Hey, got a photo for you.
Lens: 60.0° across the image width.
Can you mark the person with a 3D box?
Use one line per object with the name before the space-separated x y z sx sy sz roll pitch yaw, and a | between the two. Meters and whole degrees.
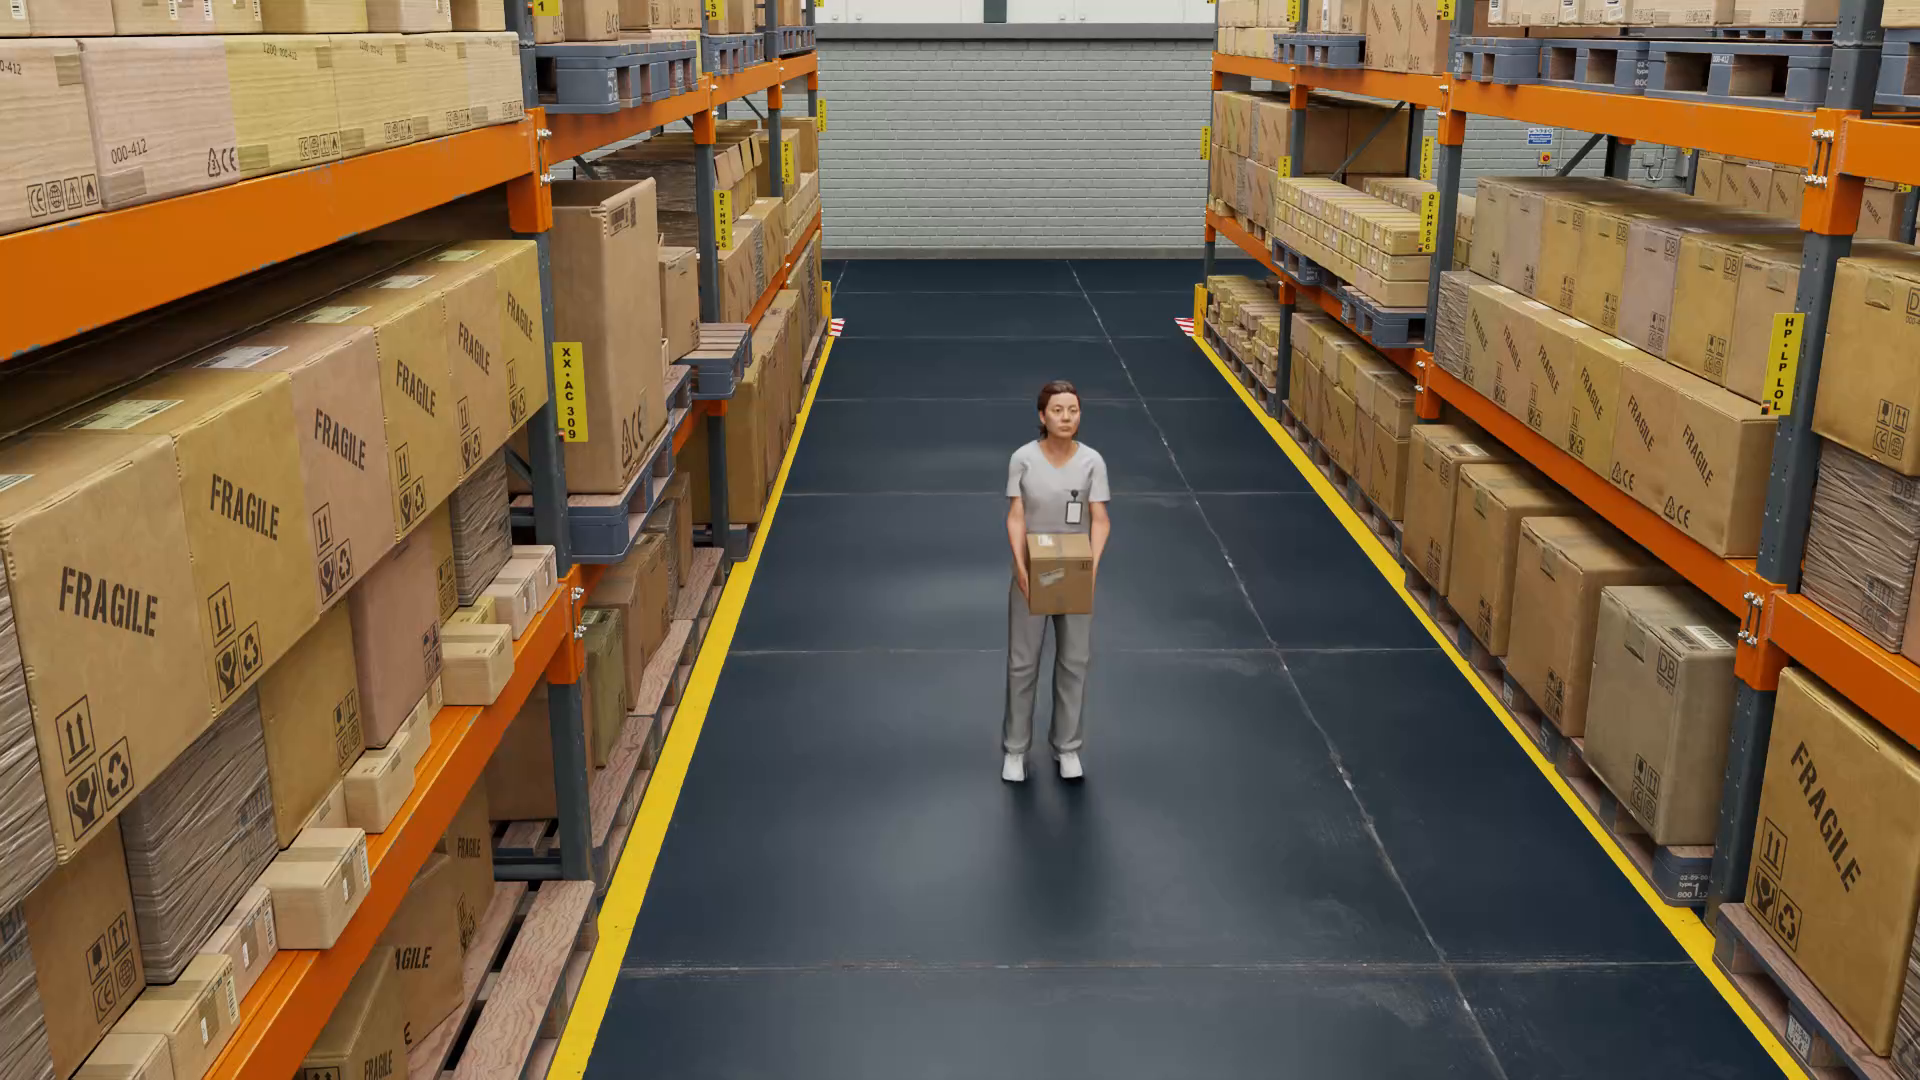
person | 0.404 0.180 6.965 0.452 1.676 0.534 0 17 -1
